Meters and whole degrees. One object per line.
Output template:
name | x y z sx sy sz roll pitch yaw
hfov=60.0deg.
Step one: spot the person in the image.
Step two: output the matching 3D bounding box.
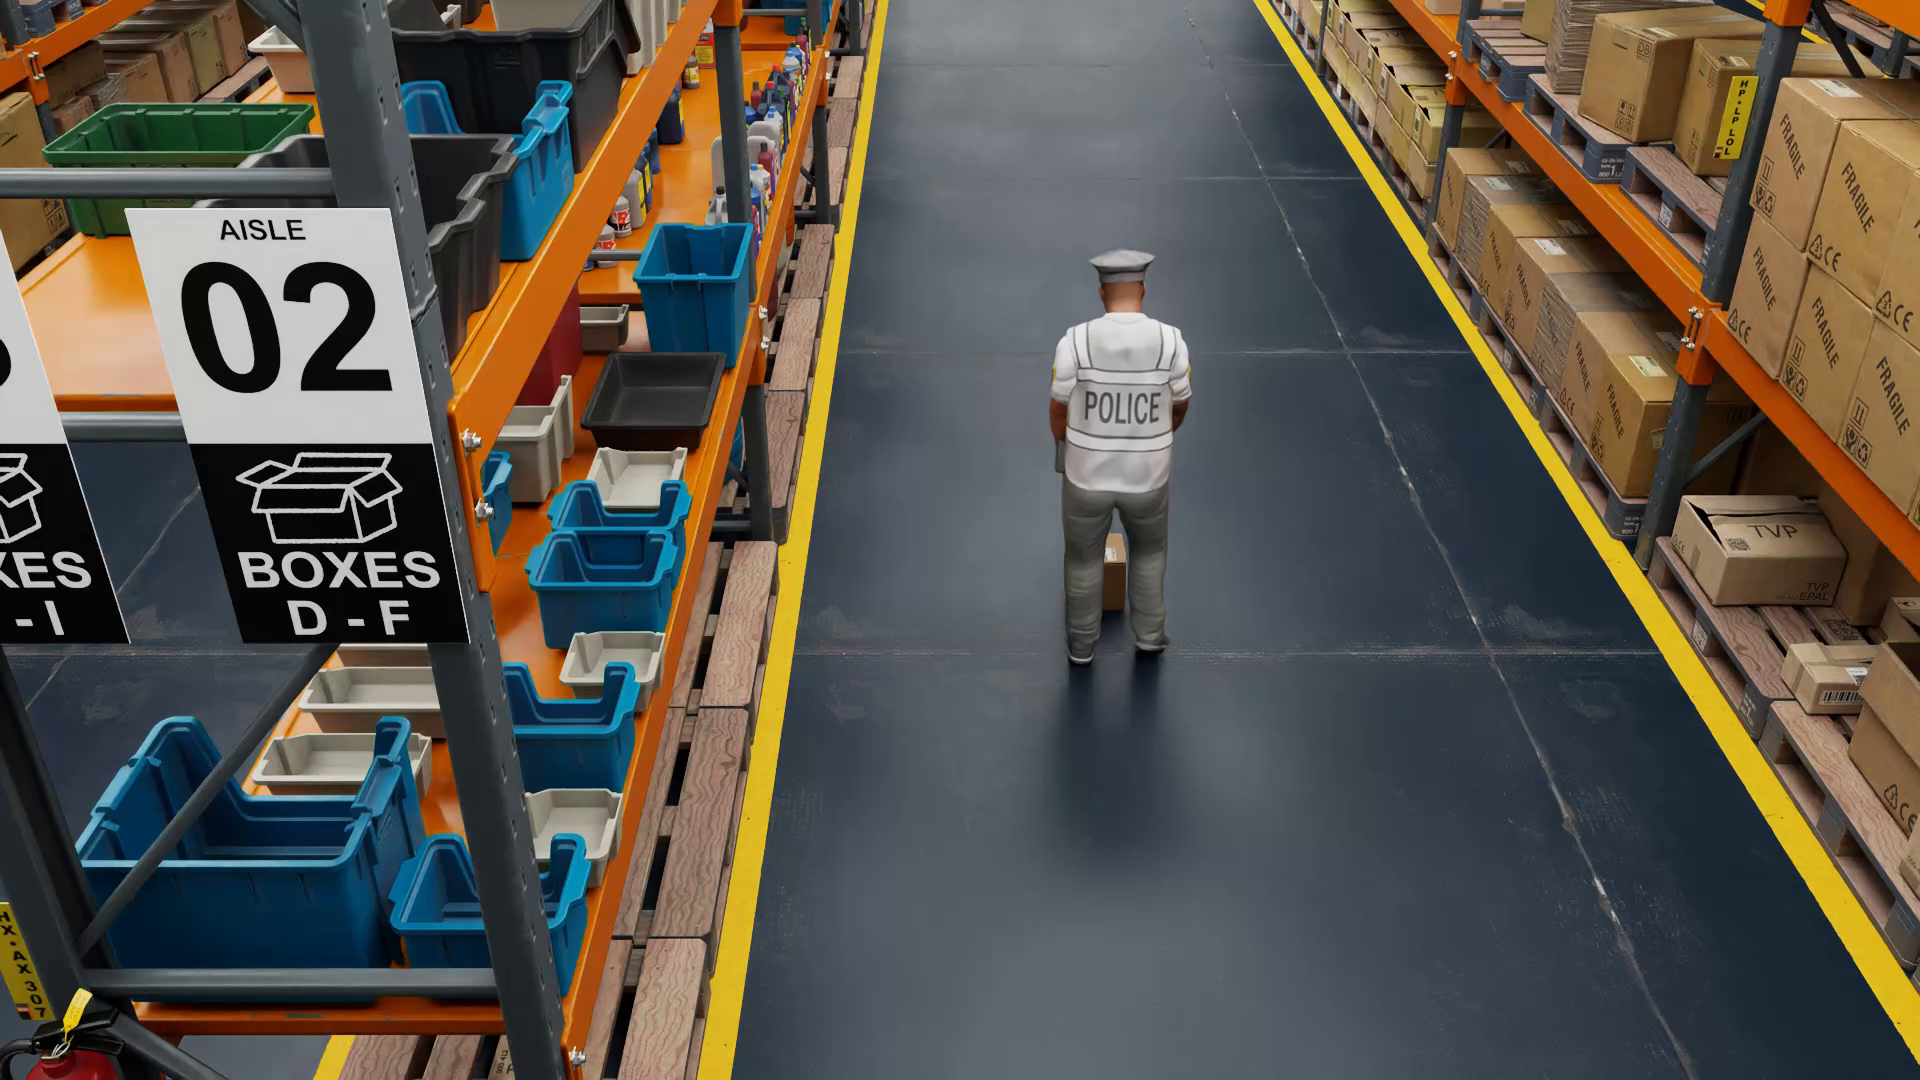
person | 0.633 -0.260 6.626 0.582 1.820 0.562 -1 31 -1
